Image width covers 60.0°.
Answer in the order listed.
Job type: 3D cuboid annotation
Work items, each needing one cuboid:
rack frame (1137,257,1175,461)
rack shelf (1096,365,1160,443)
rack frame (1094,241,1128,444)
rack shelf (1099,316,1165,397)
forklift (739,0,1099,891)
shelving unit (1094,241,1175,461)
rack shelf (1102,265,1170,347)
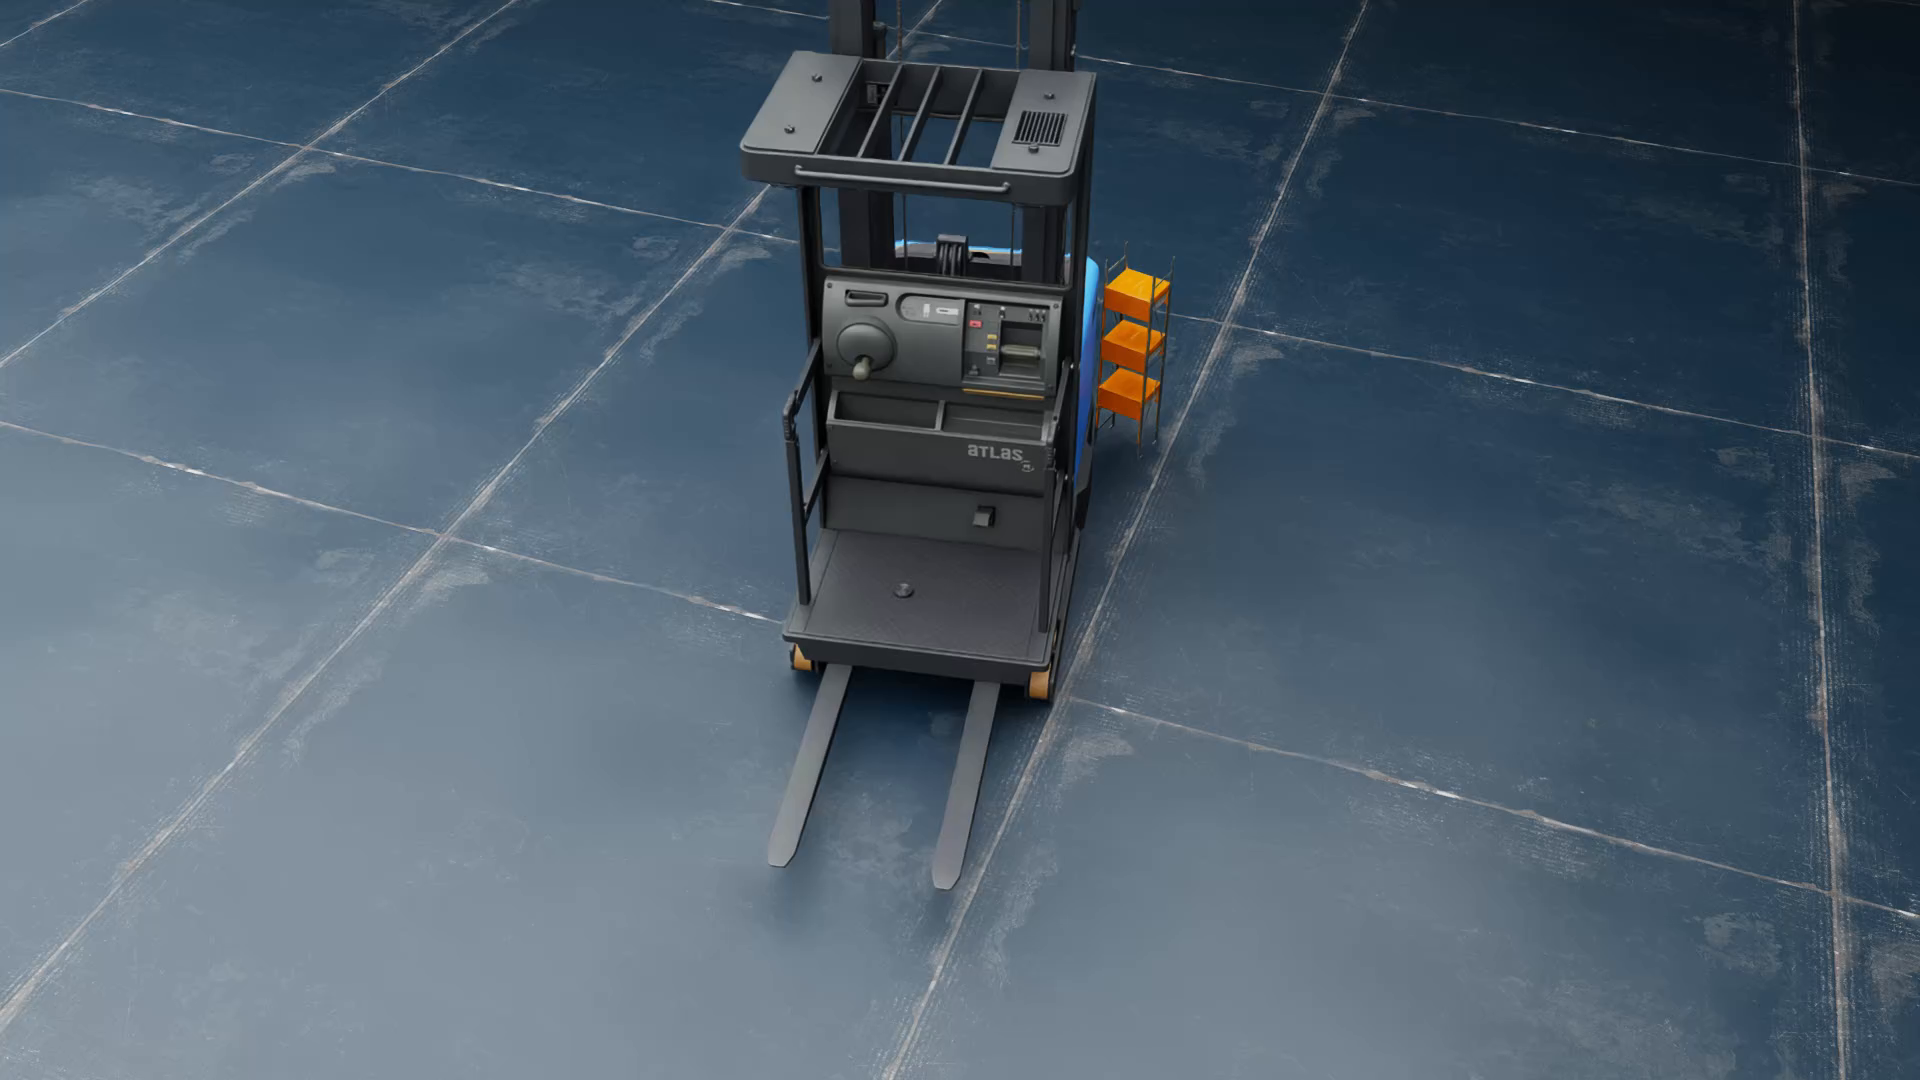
[{"bbox_3d":[0.926,-0.842,7.882,0.008,1.050,0.200,23,46,25],"label":"rack frame"},{"bbox_3d":[0.824,-0.666,8.120,0.240,0.259,0.215,23,46,25],"label":"rack shelf"},{"bbox_3d":[0.723,-0.930,7.984,0.008,1.050,0.200,23,46,25],"label":"rack frame"},{"bbox_3d":[0.824,-0.878,7.940,0.240,0.259,0.215,23,46,25],"label":"rack shelf"},{"bbox_3d":[-0.107,-0.707,6.274,1.130,2.935,3.031,6,41,7],"label":"forklift"},{"bbox_3d":[0.824,-0.886,7.933,0.252,1.050,0.215,23,46,25],"label":"shelving unit"},{"bbox_3d":[0.824,-1.094,7.756,0.240,0.259,0.215,23,46,25],"label":"rack shelf"}]
